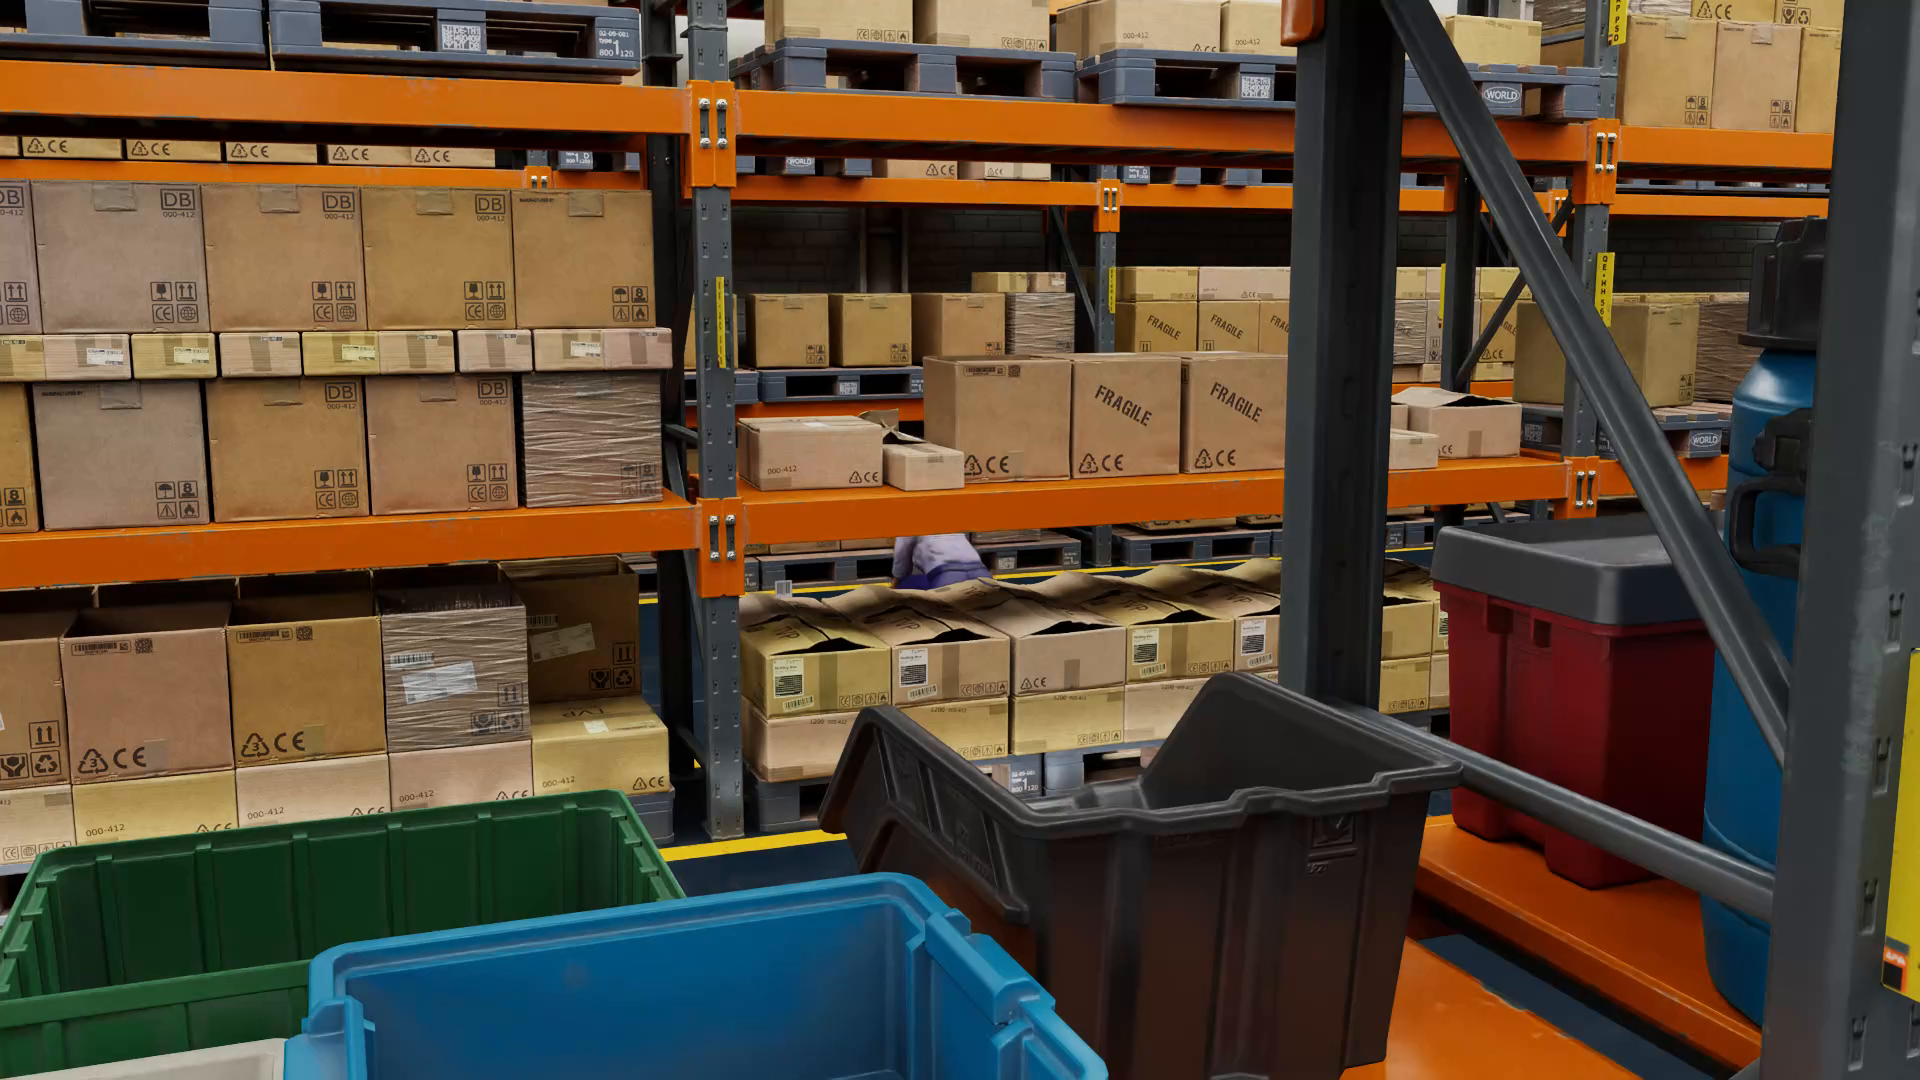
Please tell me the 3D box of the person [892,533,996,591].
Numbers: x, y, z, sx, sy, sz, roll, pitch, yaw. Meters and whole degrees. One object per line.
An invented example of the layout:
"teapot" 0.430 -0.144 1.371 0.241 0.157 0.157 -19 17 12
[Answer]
"person" -0.108 0.236 9.682 0.529 0.797 0.826 -3 10 -21
